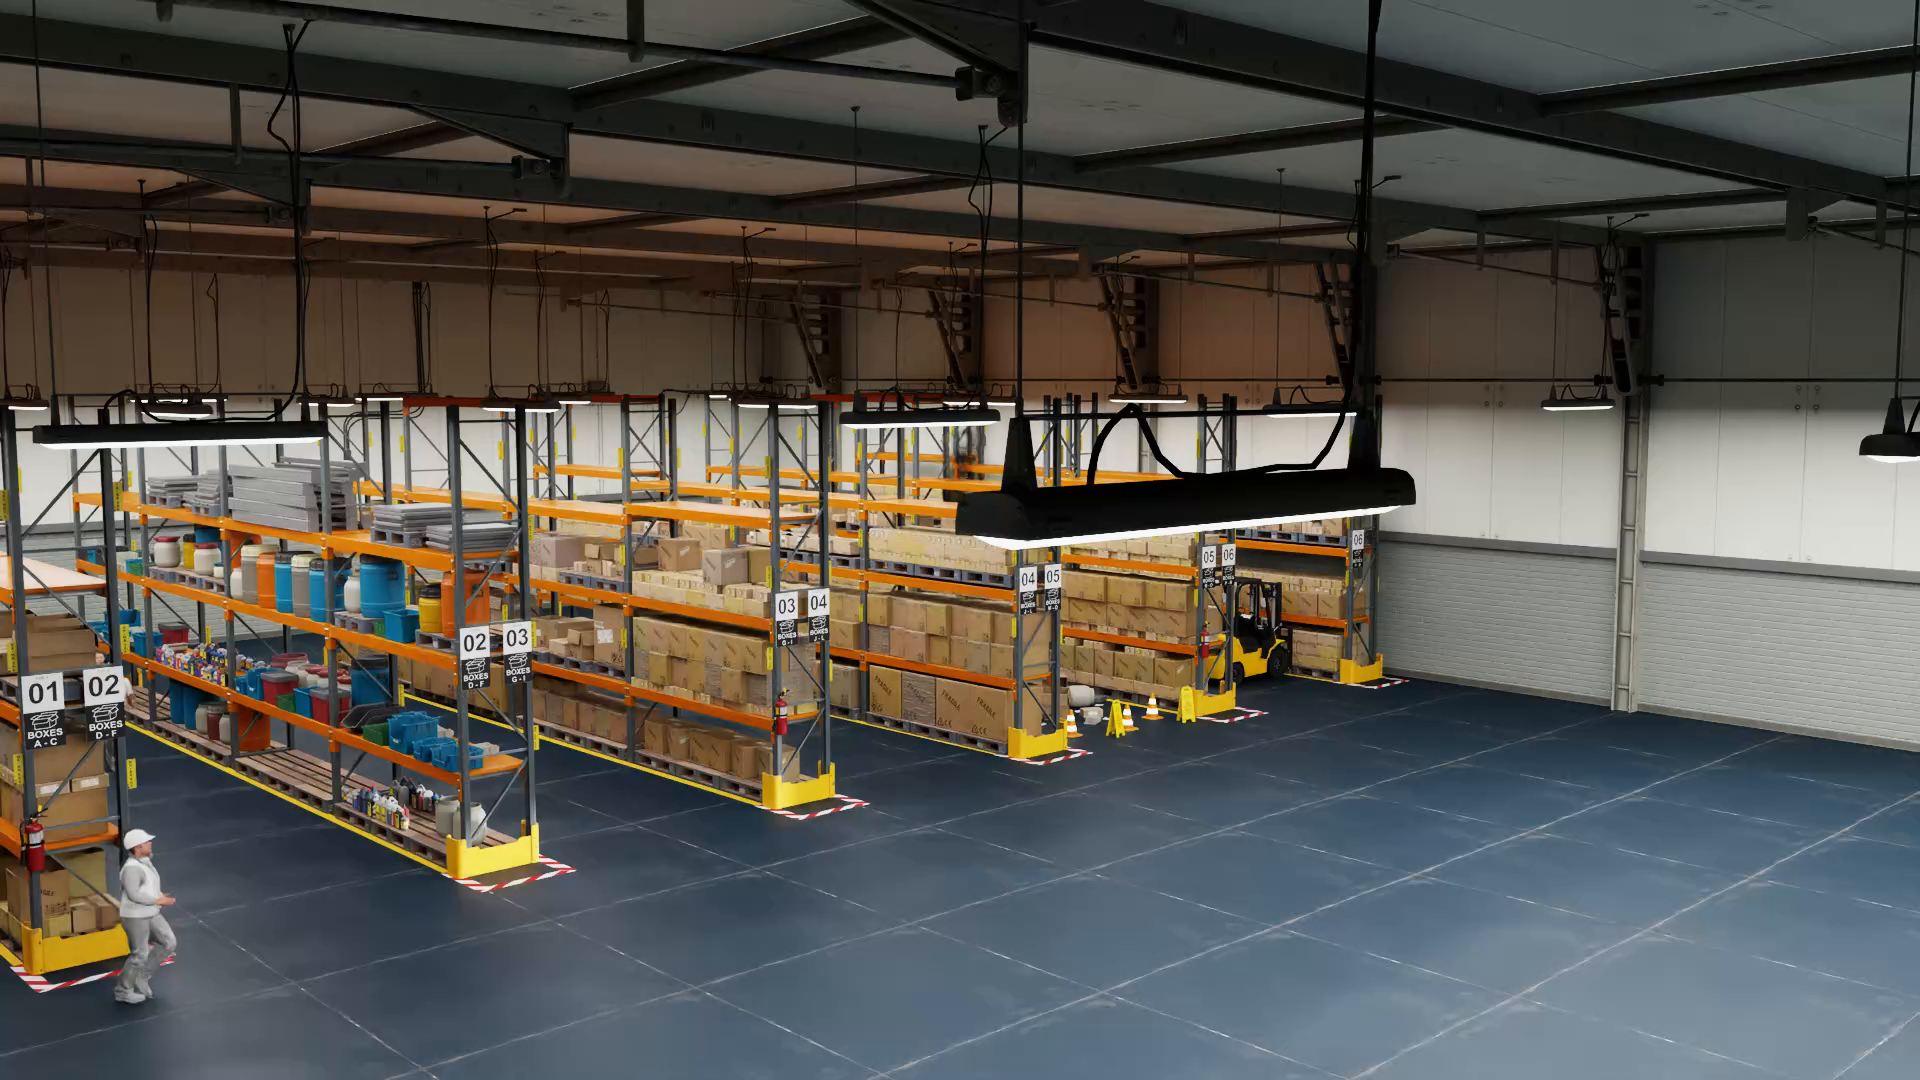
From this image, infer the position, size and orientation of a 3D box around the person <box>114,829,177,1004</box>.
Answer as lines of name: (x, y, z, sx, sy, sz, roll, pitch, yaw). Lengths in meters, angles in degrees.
person: (-8.315, 3.816, 17.004, 0.632, 1.756, 0.684, -1, 6, -8)

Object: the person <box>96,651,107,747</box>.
person: (-14.739, 2.744, 28.536, 0.579, 1.718, 0.824, -4, 7, -35)

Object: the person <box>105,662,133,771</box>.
person: (-13.846, 2.861, 27.116, 0.725, 1.813, 0.622, 4, 7, 38)
